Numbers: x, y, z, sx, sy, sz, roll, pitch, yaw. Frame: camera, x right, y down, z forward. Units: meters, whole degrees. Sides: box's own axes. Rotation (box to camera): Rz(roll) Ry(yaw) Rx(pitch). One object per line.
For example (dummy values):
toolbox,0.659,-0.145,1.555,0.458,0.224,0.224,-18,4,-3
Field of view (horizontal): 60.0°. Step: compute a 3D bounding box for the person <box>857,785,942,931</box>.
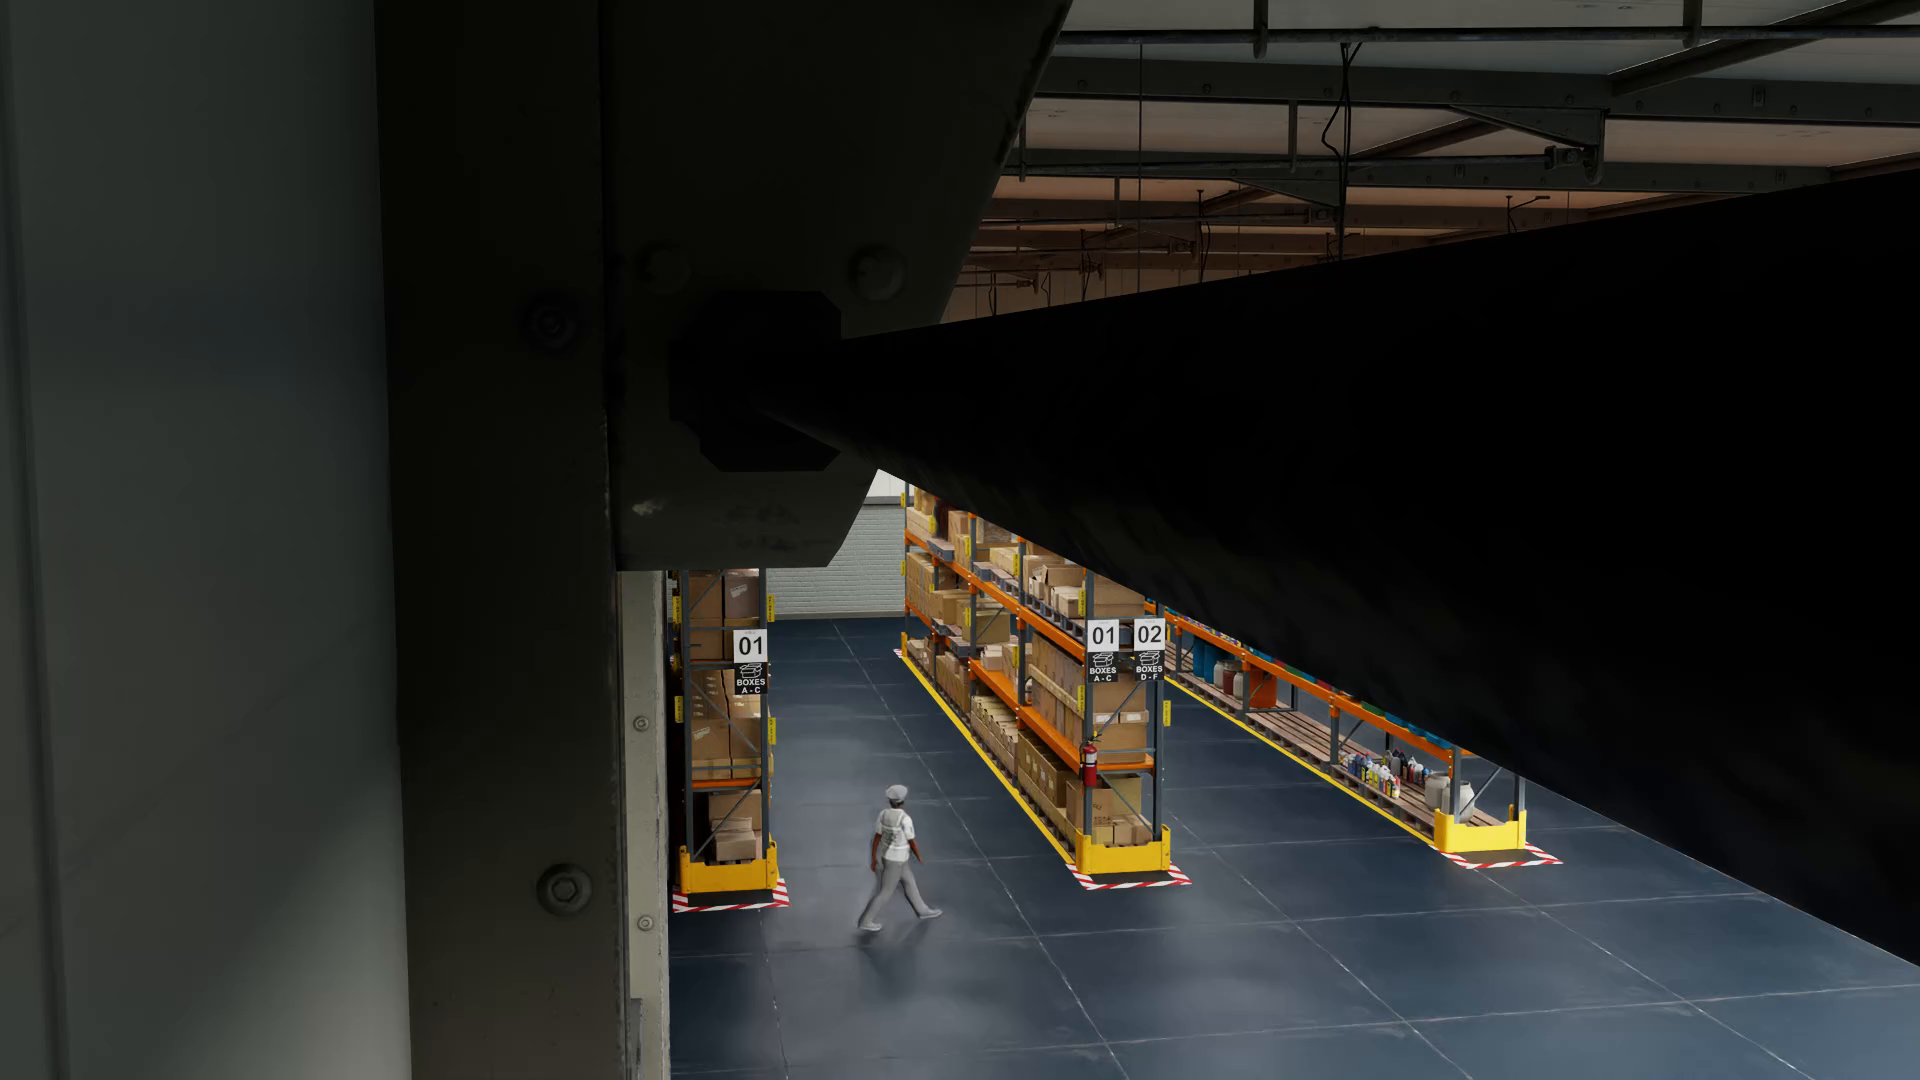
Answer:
person,-0.670,3.560,18.746,1.049,1.611,0.431,-2,6,-16
